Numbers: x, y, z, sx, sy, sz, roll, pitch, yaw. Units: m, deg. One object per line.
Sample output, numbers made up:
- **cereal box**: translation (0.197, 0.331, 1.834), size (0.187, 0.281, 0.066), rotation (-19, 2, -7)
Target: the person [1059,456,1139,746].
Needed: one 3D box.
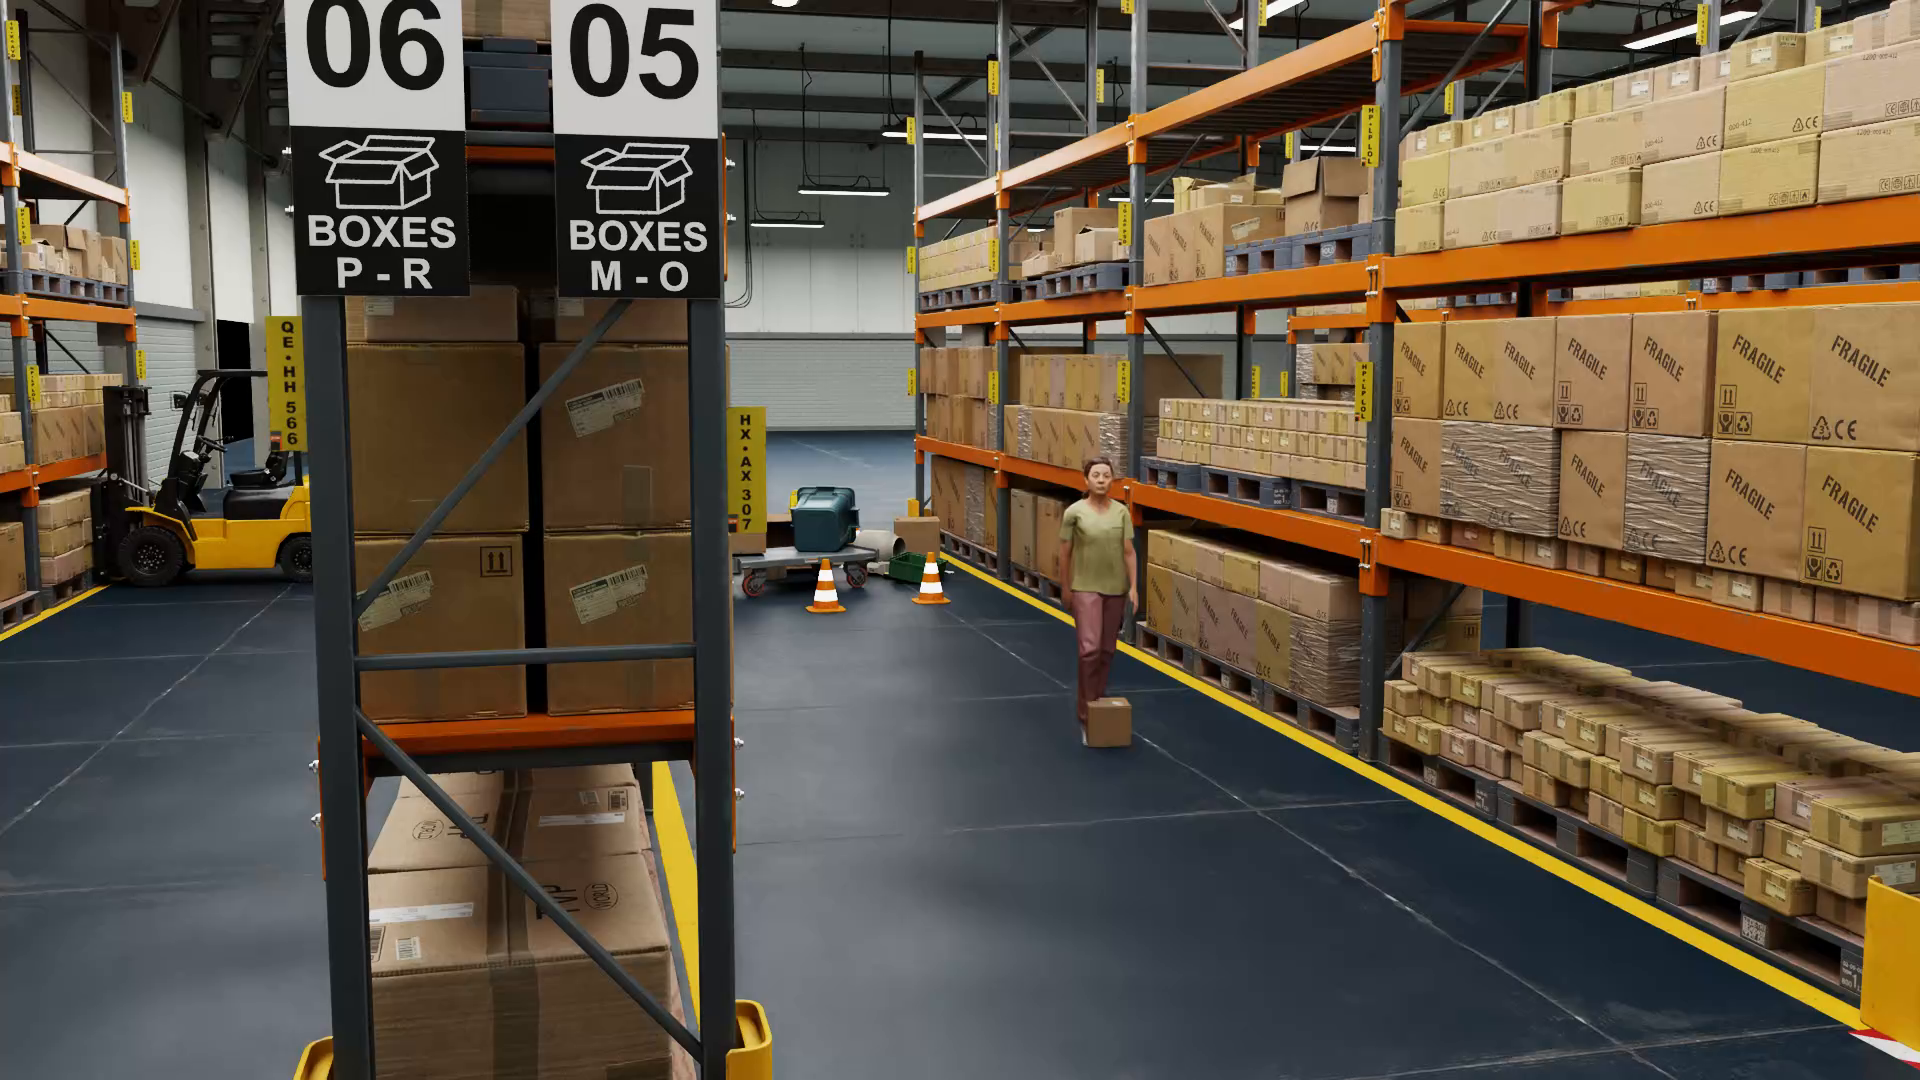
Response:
- **person**: translation (0.850, 0.364, 9.959), size (0.445, 1.732, 0.601), rotation (-2, 6, -15)
